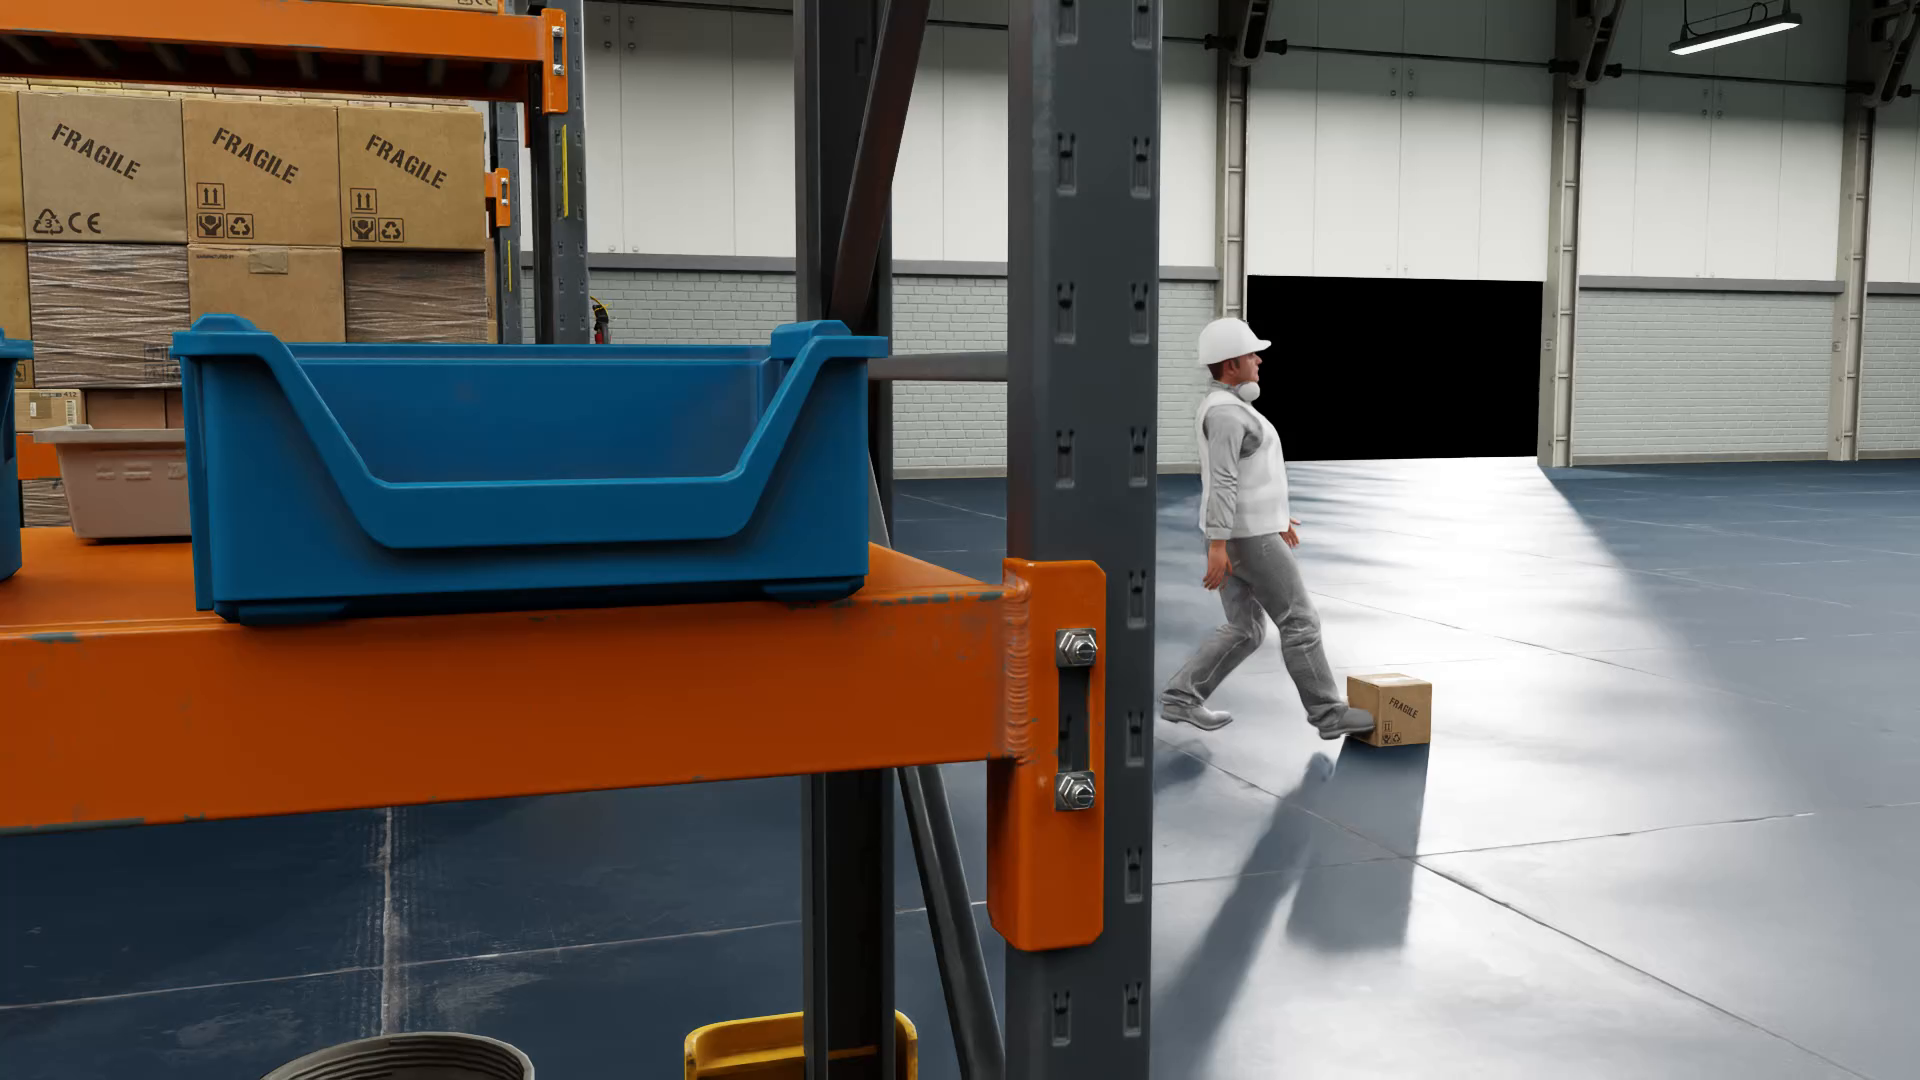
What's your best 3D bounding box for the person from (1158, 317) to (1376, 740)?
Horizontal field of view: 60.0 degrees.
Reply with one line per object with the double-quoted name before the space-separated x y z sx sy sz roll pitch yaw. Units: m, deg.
"person" 1.291 -0.046 6.800 0.933 1.711 0.584 0 6 0
